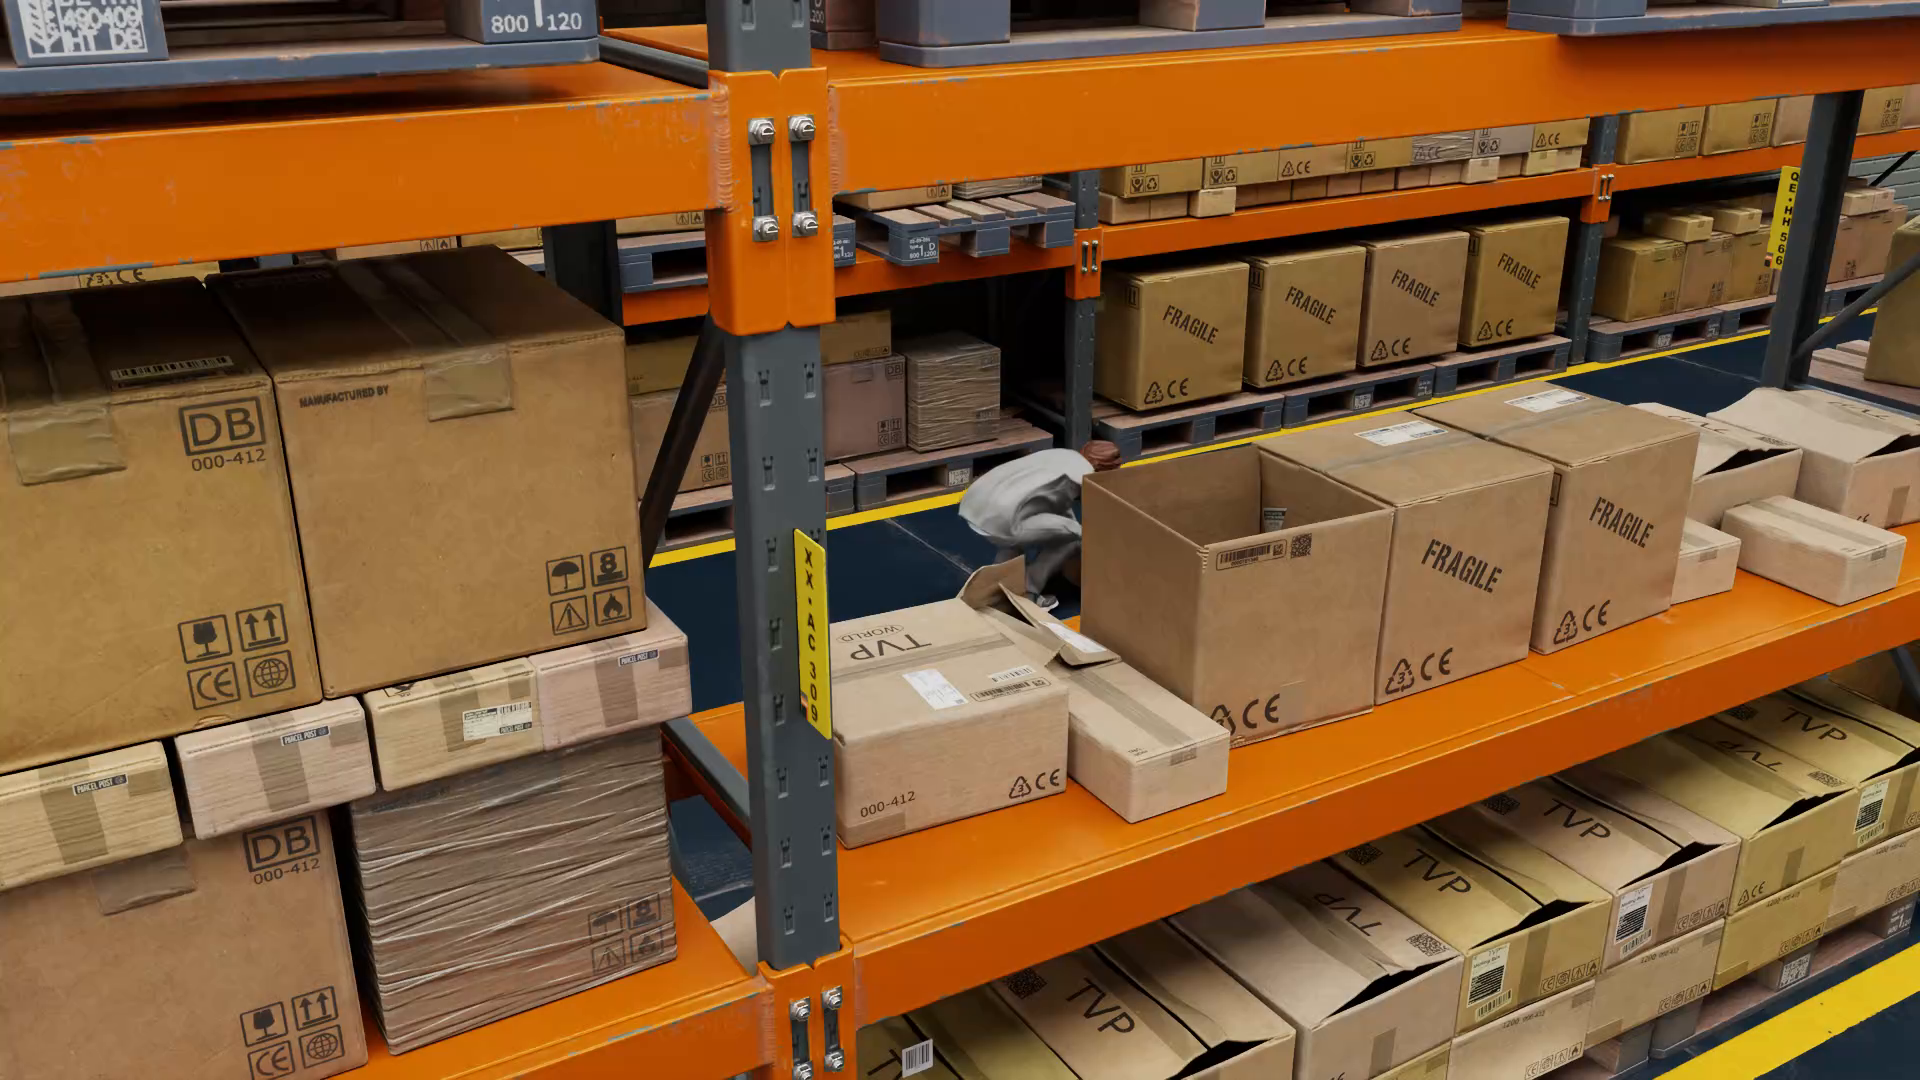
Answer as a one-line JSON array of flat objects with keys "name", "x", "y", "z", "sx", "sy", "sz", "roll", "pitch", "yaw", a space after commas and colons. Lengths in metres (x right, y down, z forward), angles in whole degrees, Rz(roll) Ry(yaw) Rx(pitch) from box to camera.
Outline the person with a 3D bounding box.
[{"name": "person", "x": 0.383, "y": -0.050, "z": 7.469, "sx": 0.862, "sy": 0.695, "sz": 0.418, "roll": -13, "pitch": 26, "yaw": -29}]
